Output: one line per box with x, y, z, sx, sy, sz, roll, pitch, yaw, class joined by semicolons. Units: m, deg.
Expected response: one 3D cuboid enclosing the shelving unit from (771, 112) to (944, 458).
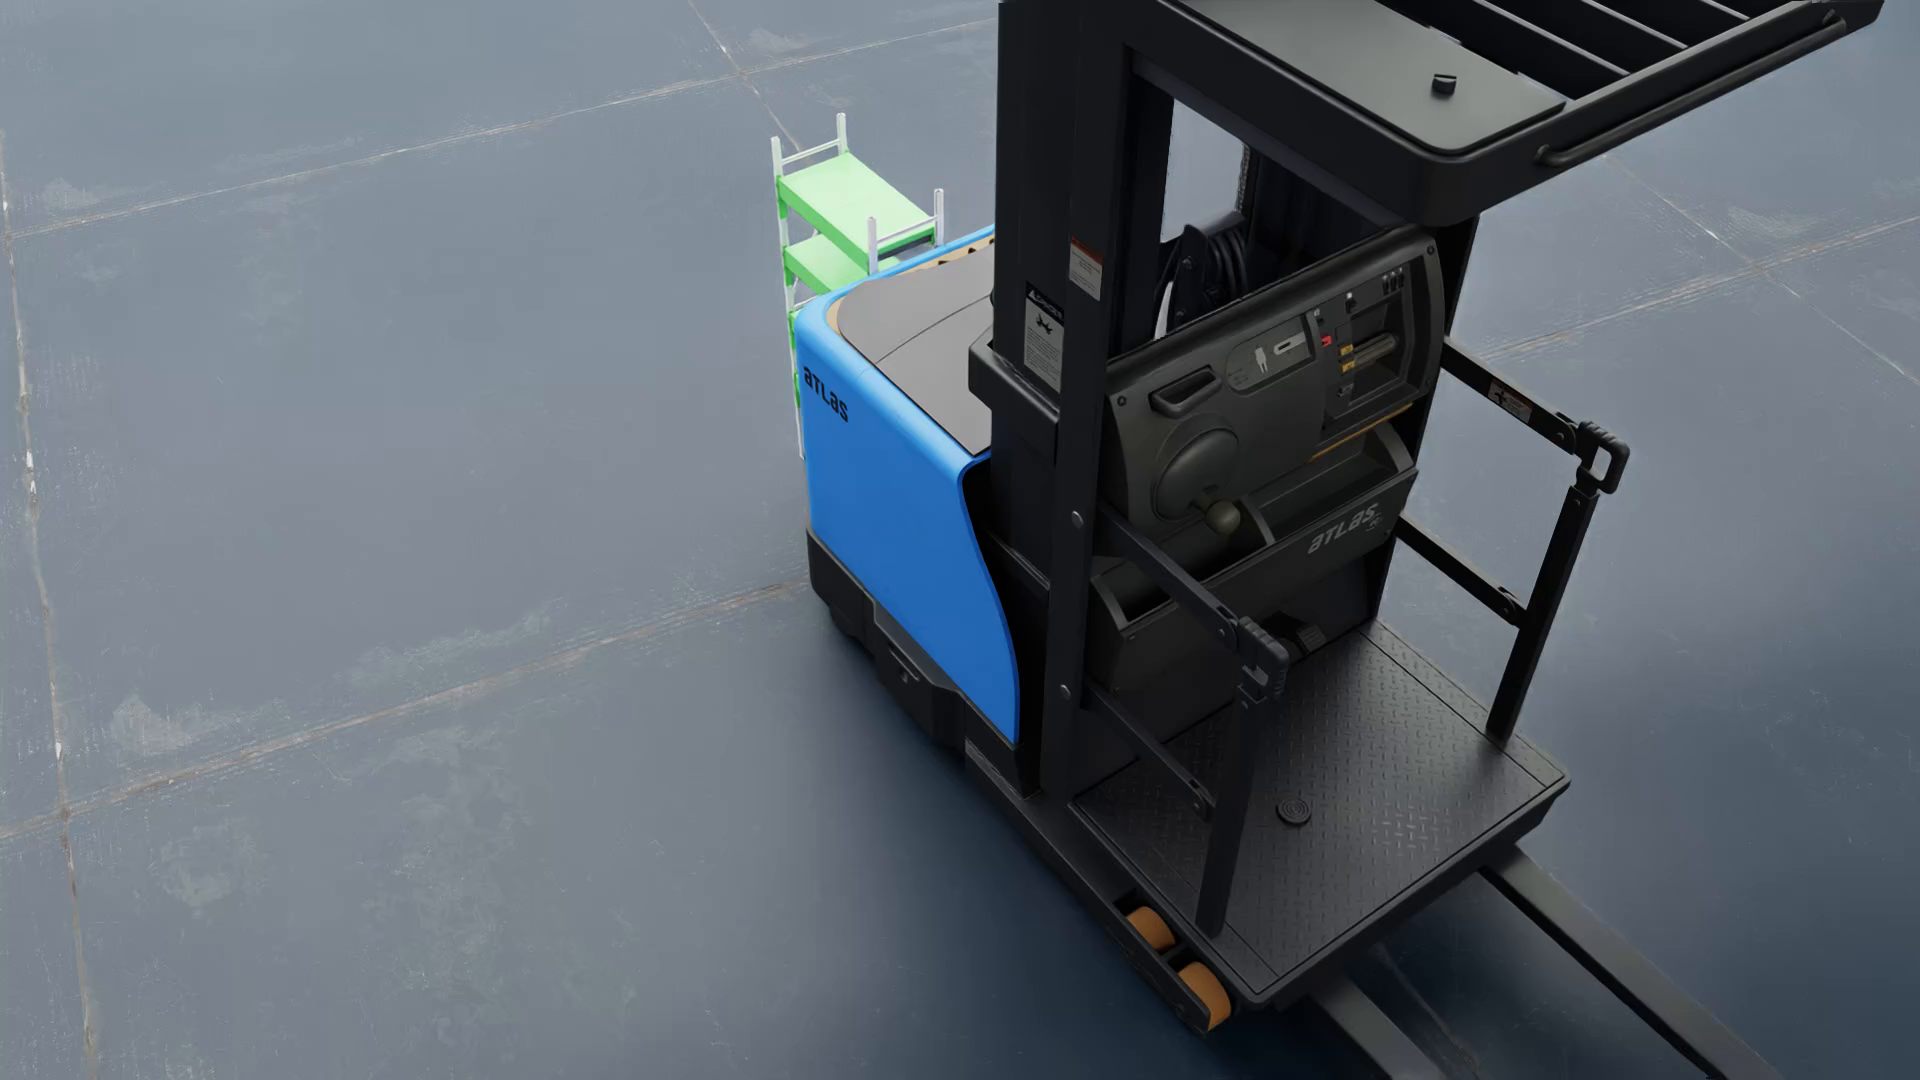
-0.289;-0.612;5.016;0.258;1.200;0.503;-27;51;-25;shelving unit

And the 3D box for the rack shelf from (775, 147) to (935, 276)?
-0.289;-0.908;4.724;0.258;0.148;0.480;-27;51;-25;rack shelf

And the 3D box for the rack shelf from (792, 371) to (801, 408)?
-0.289;-0.396;5.230;0.258;0.148;0.480;-27;51;-25;rack shelf

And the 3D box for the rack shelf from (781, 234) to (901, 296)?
-0.289;-0.738;4.893;0.258;0.148;0.480;-27;51;-25;rack shelf

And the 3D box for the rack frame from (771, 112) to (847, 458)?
-0.432;-0.751;5.157;0.240;1.200;0.015;-27;51;-25;rack frame

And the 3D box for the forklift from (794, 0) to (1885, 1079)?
0.817;-0.247;3.414;1.130;2.935;3.031;-27;51;-25;forklift

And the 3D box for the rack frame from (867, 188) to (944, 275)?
-0.146;-0.473;4.875;0.240;1.200;0.015;-27;51;-25;rack frame

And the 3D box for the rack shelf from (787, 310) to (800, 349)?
-0.289;-0.567;5.061;0.258;0.148;0.480;-27;51;-25;rack shelf
